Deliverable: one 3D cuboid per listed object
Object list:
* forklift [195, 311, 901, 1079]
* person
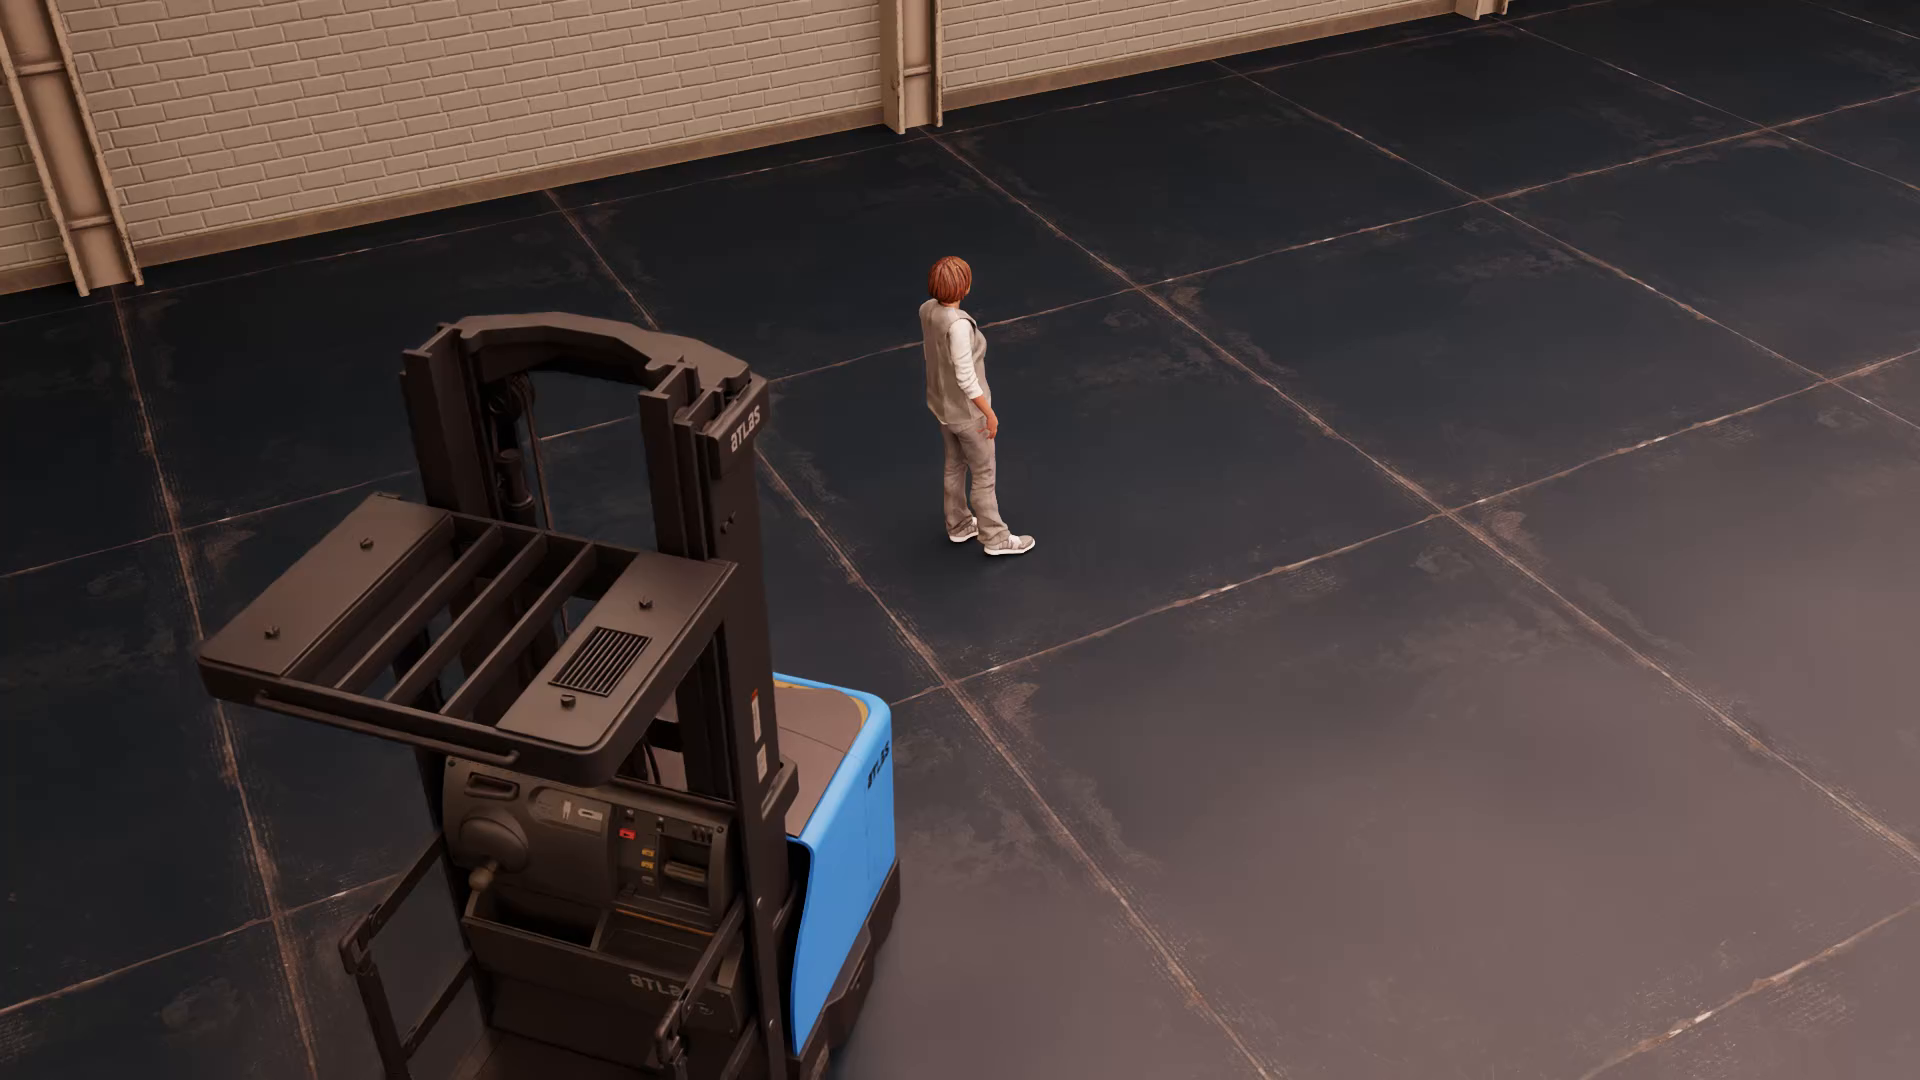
[{"bbox_3d":[-1.178,0.967,4.756,1.130,2.935,3.031,11,37,15],"label":"forklift"},{"bbox_3d":[0.071,-0.671,8.215,0.475,1.596,0.521,-17,39,-23],"label":"person"}]
